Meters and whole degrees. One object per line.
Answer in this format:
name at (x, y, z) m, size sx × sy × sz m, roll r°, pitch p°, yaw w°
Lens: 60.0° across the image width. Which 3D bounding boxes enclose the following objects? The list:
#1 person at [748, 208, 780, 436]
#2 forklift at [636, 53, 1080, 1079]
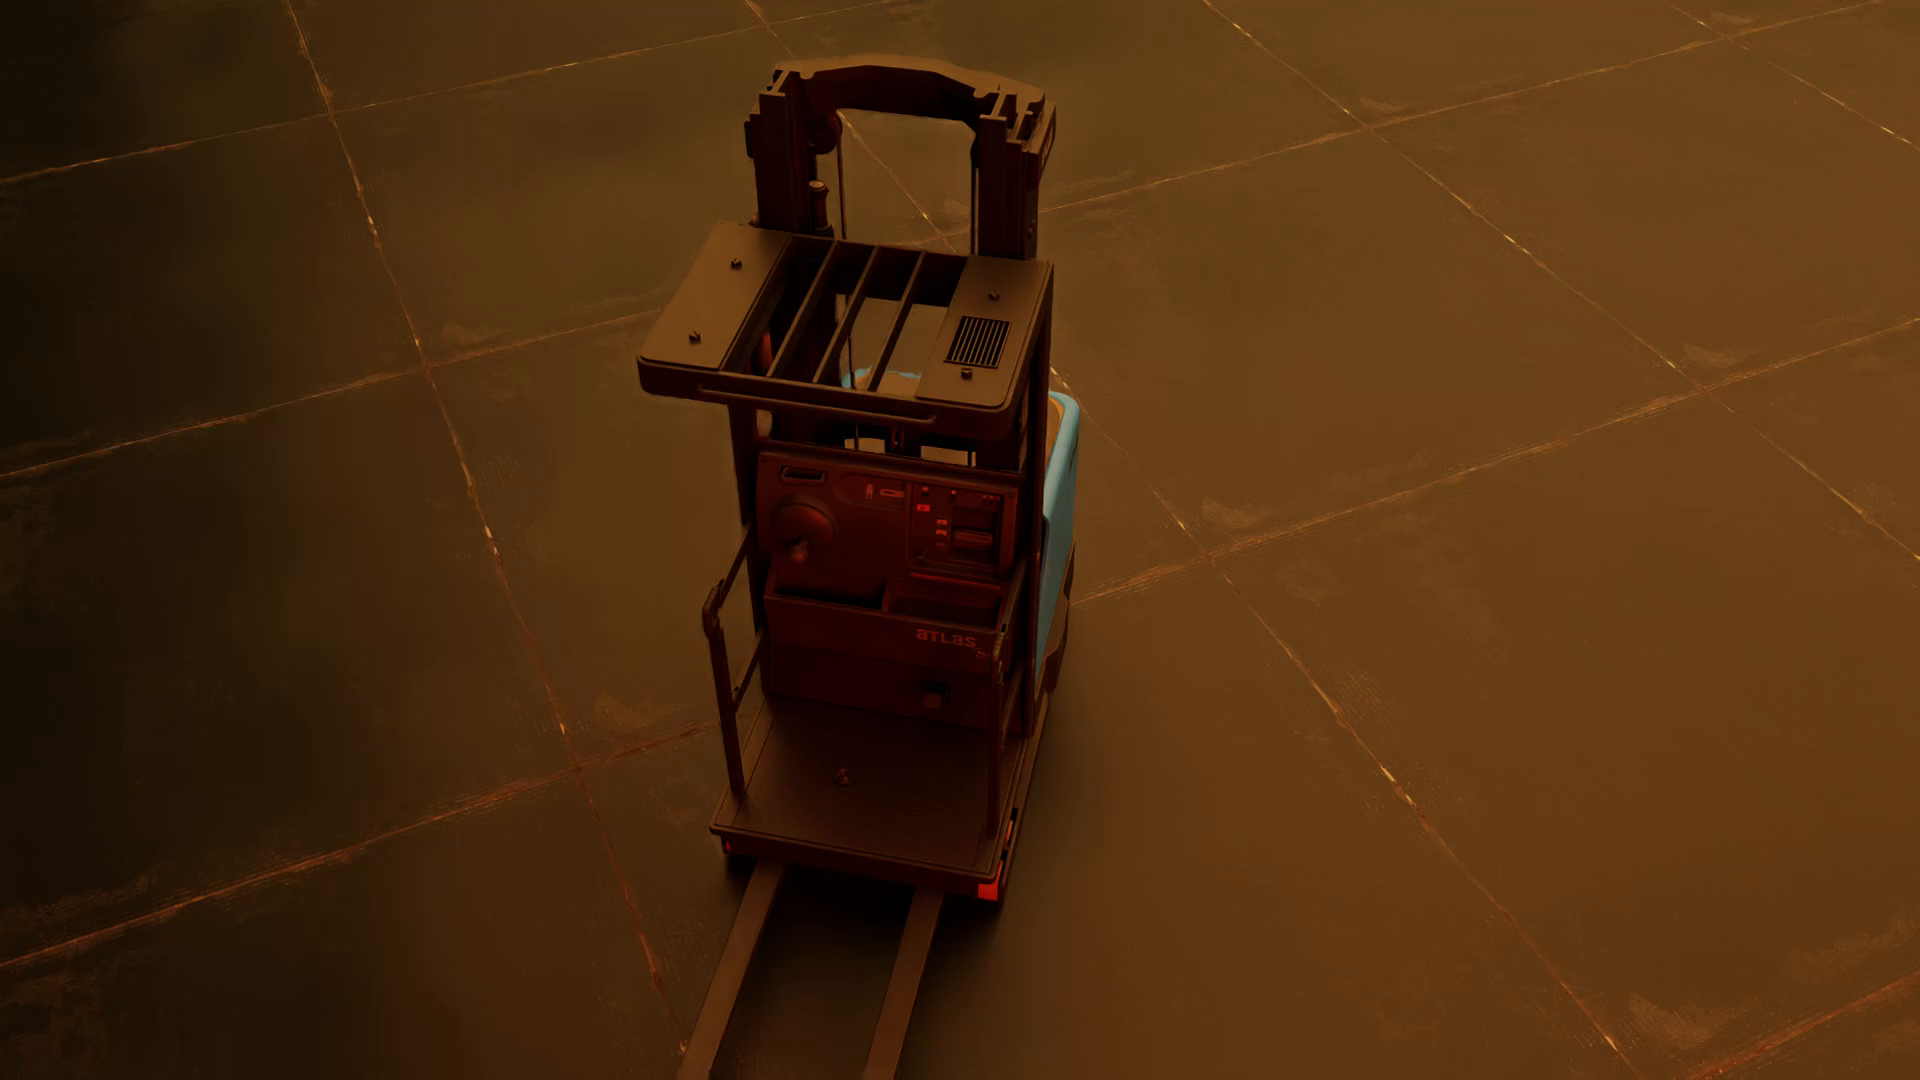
person at (-0.816, -0.900, 7.606) m, size 0.391 × 1.627 × 0.737 m, roll -4°, pitch 43°, yaw -4°
forklift at (-0.305, 0.018, 5.661) m, size 1.130 × 2.935 × 3.031 m, roll 9°, pitch 44°, yaw 9°
